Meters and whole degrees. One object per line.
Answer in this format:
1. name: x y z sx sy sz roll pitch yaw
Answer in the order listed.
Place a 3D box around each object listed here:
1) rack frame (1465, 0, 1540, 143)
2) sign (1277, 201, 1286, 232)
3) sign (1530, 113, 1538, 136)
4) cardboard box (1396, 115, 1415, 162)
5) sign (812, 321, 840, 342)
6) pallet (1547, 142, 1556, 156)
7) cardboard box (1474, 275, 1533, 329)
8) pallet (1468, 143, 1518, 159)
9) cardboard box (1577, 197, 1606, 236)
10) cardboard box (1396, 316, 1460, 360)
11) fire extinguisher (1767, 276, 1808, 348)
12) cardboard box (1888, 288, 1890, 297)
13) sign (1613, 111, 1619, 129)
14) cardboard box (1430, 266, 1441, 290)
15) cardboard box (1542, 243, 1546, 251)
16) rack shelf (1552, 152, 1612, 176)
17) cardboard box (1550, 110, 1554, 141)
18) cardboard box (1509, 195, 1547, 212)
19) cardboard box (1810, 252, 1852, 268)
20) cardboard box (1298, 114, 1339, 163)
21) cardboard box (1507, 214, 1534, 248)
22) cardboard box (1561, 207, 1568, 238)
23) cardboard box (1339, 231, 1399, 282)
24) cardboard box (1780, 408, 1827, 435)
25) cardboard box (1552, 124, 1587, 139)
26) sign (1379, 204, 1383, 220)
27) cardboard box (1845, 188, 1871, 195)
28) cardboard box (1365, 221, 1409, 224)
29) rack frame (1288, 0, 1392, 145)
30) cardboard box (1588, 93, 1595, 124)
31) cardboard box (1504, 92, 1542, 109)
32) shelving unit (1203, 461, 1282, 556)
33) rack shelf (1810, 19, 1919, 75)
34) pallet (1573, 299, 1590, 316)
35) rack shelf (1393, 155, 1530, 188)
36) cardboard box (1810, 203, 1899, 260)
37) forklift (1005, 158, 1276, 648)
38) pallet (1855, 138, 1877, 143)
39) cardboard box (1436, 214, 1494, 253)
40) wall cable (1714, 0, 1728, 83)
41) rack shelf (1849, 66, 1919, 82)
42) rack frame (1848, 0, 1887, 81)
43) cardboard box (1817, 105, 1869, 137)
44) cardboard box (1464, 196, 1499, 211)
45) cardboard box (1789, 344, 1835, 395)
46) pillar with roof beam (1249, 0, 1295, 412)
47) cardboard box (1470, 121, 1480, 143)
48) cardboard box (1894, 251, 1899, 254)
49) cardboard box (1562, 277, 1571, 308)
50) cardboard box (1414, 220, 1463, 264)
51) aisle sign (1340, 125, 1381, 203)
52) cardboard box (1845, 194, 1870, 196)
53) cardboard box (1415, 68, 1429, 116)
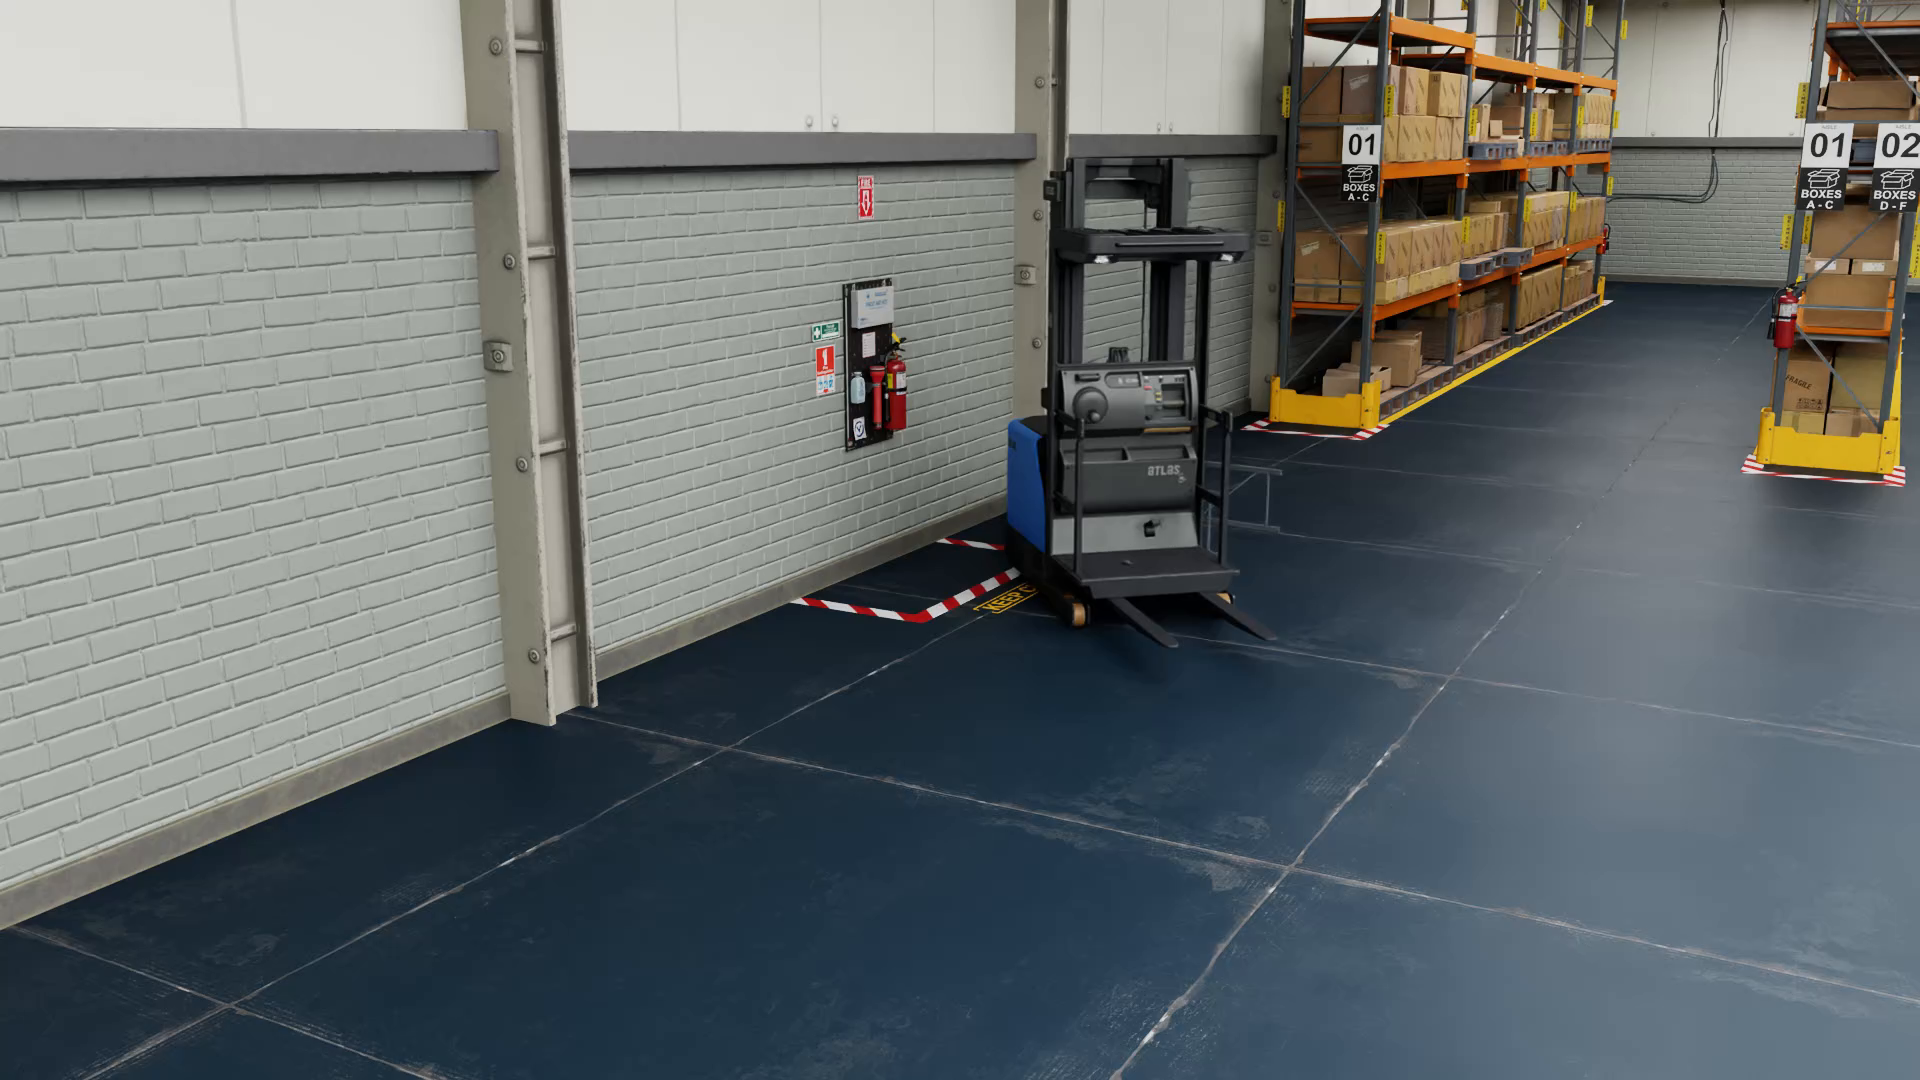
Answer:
1. rack frame: 7.851 -7.298 24.103 1.000 3.000 0.127 7 15 28
2. sign: 3.508 -3.523 18.103 0.100 0.325 0.005 7 15 28
3. sign: 8.325 -6.029 24.137 0.100 0.325 0.005 7 15 28
4. cardboard box: 4.655 -4.403 18.240 0.500 0.500 0.500 9 16 32
5. sign: -0.911 -1.421 11.320 0.001 0.109 0.331 7 15 28
6. pallet: 8.654 -6.115 26.003 1.003 0.211 1.213 8 16 31
7. cardboard box: 8.322 -3.676 25.573 0.750 0.750 0.750 7 15 27
8. pallet: 6.808 -5.255 22.432 1.213 0.211 1.003 7 15 28
9. cardboard box: 11.481 -6.062 31.140 0.980 0.700 0.700 8 16 31
10. cardboard box: 6.259 -2.712 22.278 0.700 0.500 0.500 8 16 30
11. fire extinguisher: 7.858 -2.170 15.800 0.296 0.674 0.183 7 15 28
12. cardboard box: 9.305 -2.640 17.371 0.700 0.500 0.500 8 16 30
13. sign: 12.187 -7.808 30.901 0.100 0.325 0.005 7 15 28
14. cardboard box: 5.476 -3.160 20.016 0.500 0.250 0.500 7 15 28
15. cardboard box: 9.217 -4.732 26.756 0.380 0.149 0.250 7 15 26
16. rack shelf: 10.752 -6.721 29.645 1.077 0.370 4.000 7 15 28
17. cardboard box: 9.263 -6.754 27.098 0.700 0.500 0.500 6 15 25
18. cardboard box: 8.794 -5.226 25.819 0.500 0.250 0.500 7 15 28
19. cardboard box: 8.712 -2.801 16.654 0.380 0.149 0.250 8 16 29
20. cardboard box: 3.964 -4.371 18.106 0.500 0.500 0.500 9 16 32
21. cardboard box: 8.310 -4.655 25.050 0.500 0.500 0.500 8 16 30
22. cardboard box: 9.783 -5.281 27.650 0.500 0.500 0.500 7 15 27
23. cardboard box: 4.478 -3.105 18.190 0.500 0.500 0.500 7 15 28
24. cardboard box: 8.323 -1.190 16.541 0.500 0.250 0.500 7 15 28
25. cardboard box: 10.350 -6.952 28.279 0.500 0.250 0.500 7 15 28
26. sign: 5.430 -4.185 21.524 0.100 0.325 0.005 7 15 28
27. cardboard box: 14.141 -5.309 26.308 0.500 0.500 0.500 7 15 28
28. cardboard box: 5.254 -3.683 20.589 0.500 0.500 0.500 7 15 28
29. rack frame: 3.984 -5.656 17.295 1.000 3.000 0.127 7 15 28
30. cardboard box: 10.618 -7.425 28.642 0.500 0.500 0.500 7 15 27
31. cardboard box: 8.991 -7.006 26.543 0.500 0.250 0.500 7 15 26
32. shelving unit: 1.597 -0.306 12.993 1.500 0.587 1.083 9 16 34
33. rack shelf: 9.289 -4.962 16.803 1.077 0.370 4.000 7 15 28
34. pallet: 10.810 -4.245 30.189 1.003 0.211 1.213 7 15 28
35. rack shelf: 6.884 -5.079 22.837 1.077 0.370 4.000 7 15 28
36. cardboard box: 8.585 -2.964 15.946 0.700 0.500 0.500 7 15 28
37. forklift: 1.170 -0.958 10.755 1.130 2.935 3.031 -3 14 -13
38. pallet: 9.275 -3.988 16.964 1.003 0.211 1.213 7 15 28
39. cardboard box: 7.050 -4.288 23.267 0.700 0.500 0.500 7 15 28
40. wall cable: 17.134 -10.698 34.057 3.097 2.526 0.112 7 15 28
41. rack shelf: 13.156 -6.603 23.611 1.077 0.370 4.000 7 15 28
42. rack frame: 12.190 -6.737 21.778 1.000 3.000 0.127 7 15 28
43. cardboard box: 8.917 -4.247 16.843 0.500 0.311 0.500 10 17 35
44. cardboard box: 7.844 -5.071 25.177 0.500 0.250 0.500 8 16 30
45. cardboard box: 8.791 -1.762 17.312 0.500 0.500 0.500 7 15 28
46. pillar with roof beam: 7.334 -5.410 16.274 9.100 9.000 0.400 7 15 28
47. cardboard box: 6.550 -5.409 21.963 0.500 0.311 0.500 8 16 30
48. cardboard box: 9.321 -2.864 16.915 0.380 0.149 0.250 7 15 27
49. cardboard box: 10.236 -4.333 29.042 0.700 0.500 0.500 8 16 29
50. cardboard box: 5.960 -3.730 20.782 0.500 0.500 0.500 7 15 28
51. aisle sign: 4.212 -3.955 17.491 0.394 0.787 0.004 7 15 28
52. cardboard box: 10.047 -3.588 18.533 0.700 0.500 0.500 7 15 28
53. cardboard box: 4.908 -4.998 18.573 0.500 0.500 0.500 8 16 30
